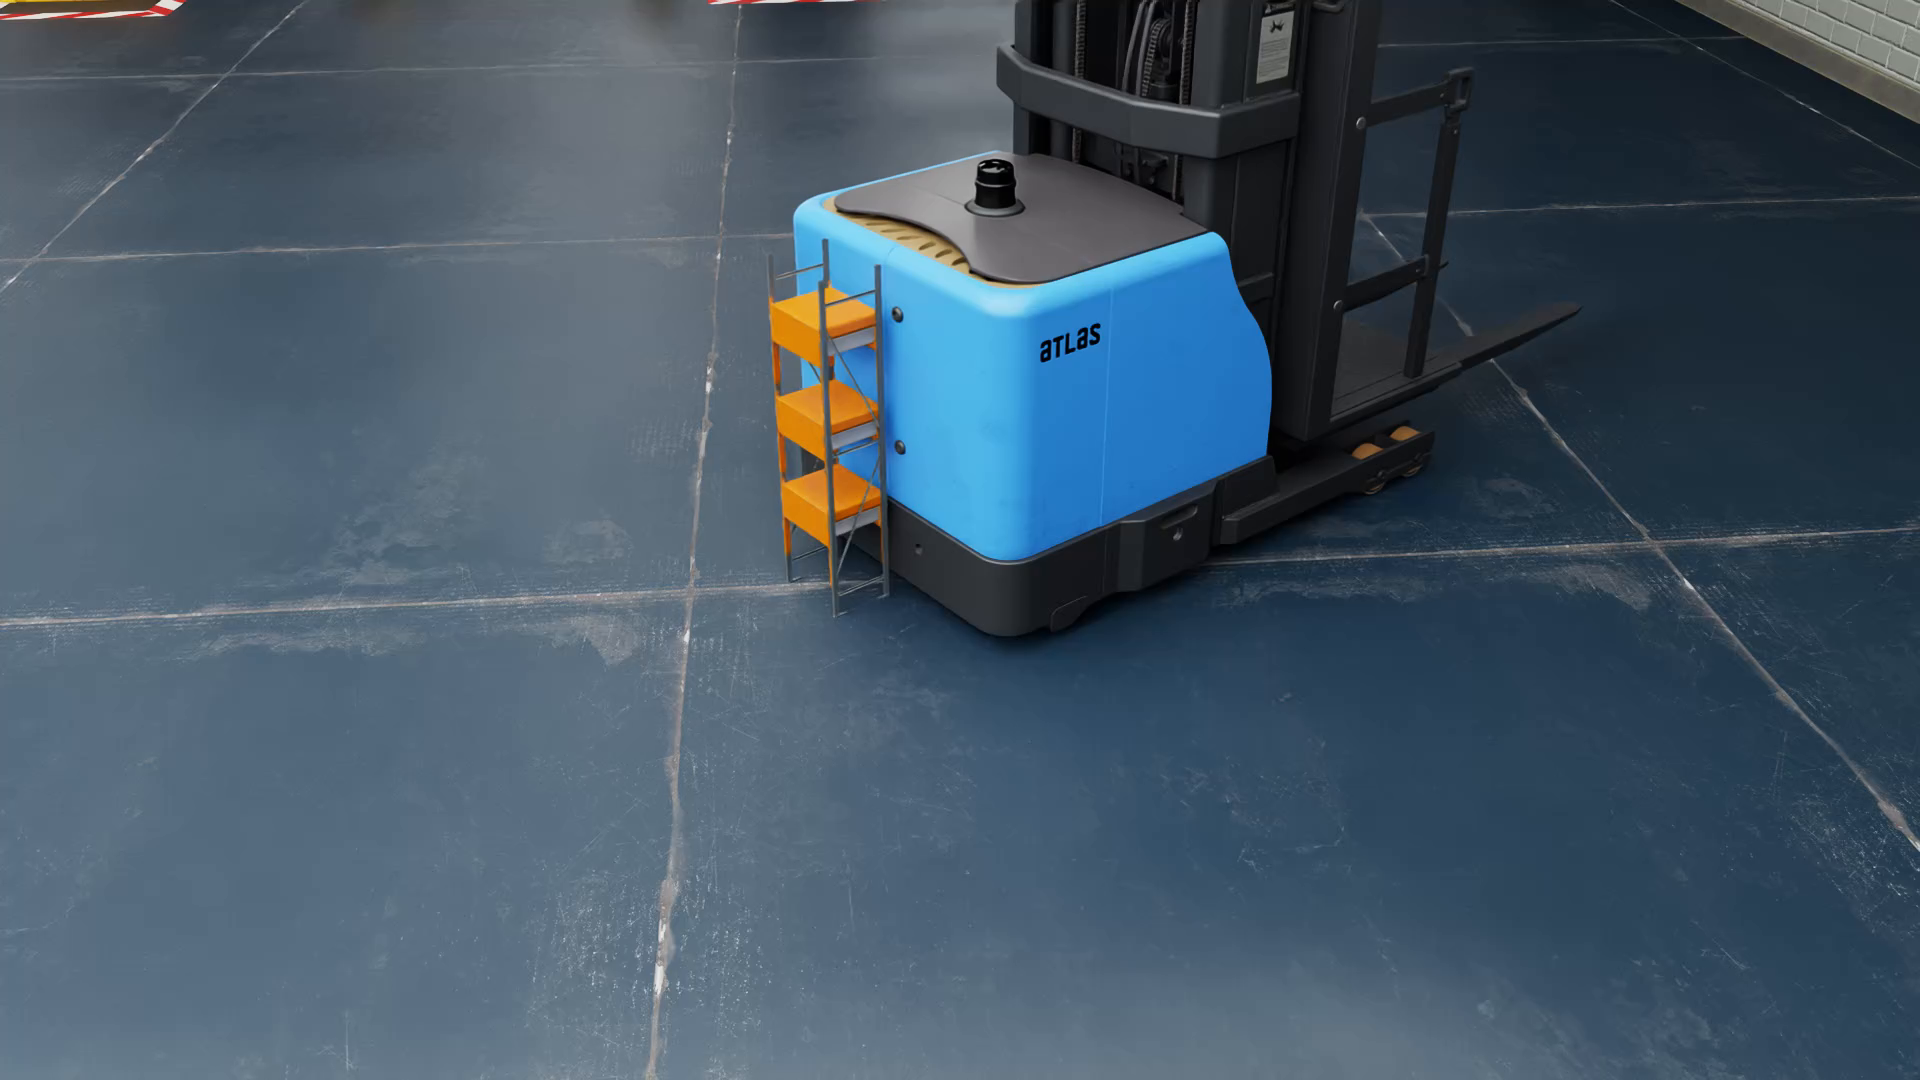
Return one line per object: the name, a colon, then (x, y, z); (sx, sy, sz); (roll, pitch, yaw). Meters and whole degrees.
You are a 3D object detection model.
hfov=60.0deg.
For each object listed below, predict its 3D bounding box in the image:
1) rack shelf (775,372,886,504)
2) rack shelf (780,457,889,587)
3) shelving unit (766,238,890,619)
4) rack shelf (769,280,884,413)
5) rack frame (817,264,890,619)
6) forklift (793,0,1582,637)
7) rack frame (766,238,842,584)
rack shelf: (-0.368, -0.294, 4.738); (0.215, 0.259, 0.240); (-22, 37, -33)
rack shelf: (-0.367, -0.055, 4.881); (0.215, 0.259, 0.240); (-22, 37, -33)
shelving unit: (-0.368, -0.303, 4.733); (0.215, 1.050, 0.252); (-22, 37, -33)
rack shelf: (-0.368, -0.537, 4.593); (0.215, 0.259, 0.240); (-22, 37, -33)
rack frame: (-0.291, -0.254, 4.651); (0.200, 1.050, 0.008); (-22, 37, -33)
forklift: (0.968, -1.599, 5.069); (3.031, 2.935, 1.130); (-22, 37, -33)
rack frame: (-0.444, -0.351, 4.814); (0.200, 1.050, 0.008); (-22, 37, -33)
